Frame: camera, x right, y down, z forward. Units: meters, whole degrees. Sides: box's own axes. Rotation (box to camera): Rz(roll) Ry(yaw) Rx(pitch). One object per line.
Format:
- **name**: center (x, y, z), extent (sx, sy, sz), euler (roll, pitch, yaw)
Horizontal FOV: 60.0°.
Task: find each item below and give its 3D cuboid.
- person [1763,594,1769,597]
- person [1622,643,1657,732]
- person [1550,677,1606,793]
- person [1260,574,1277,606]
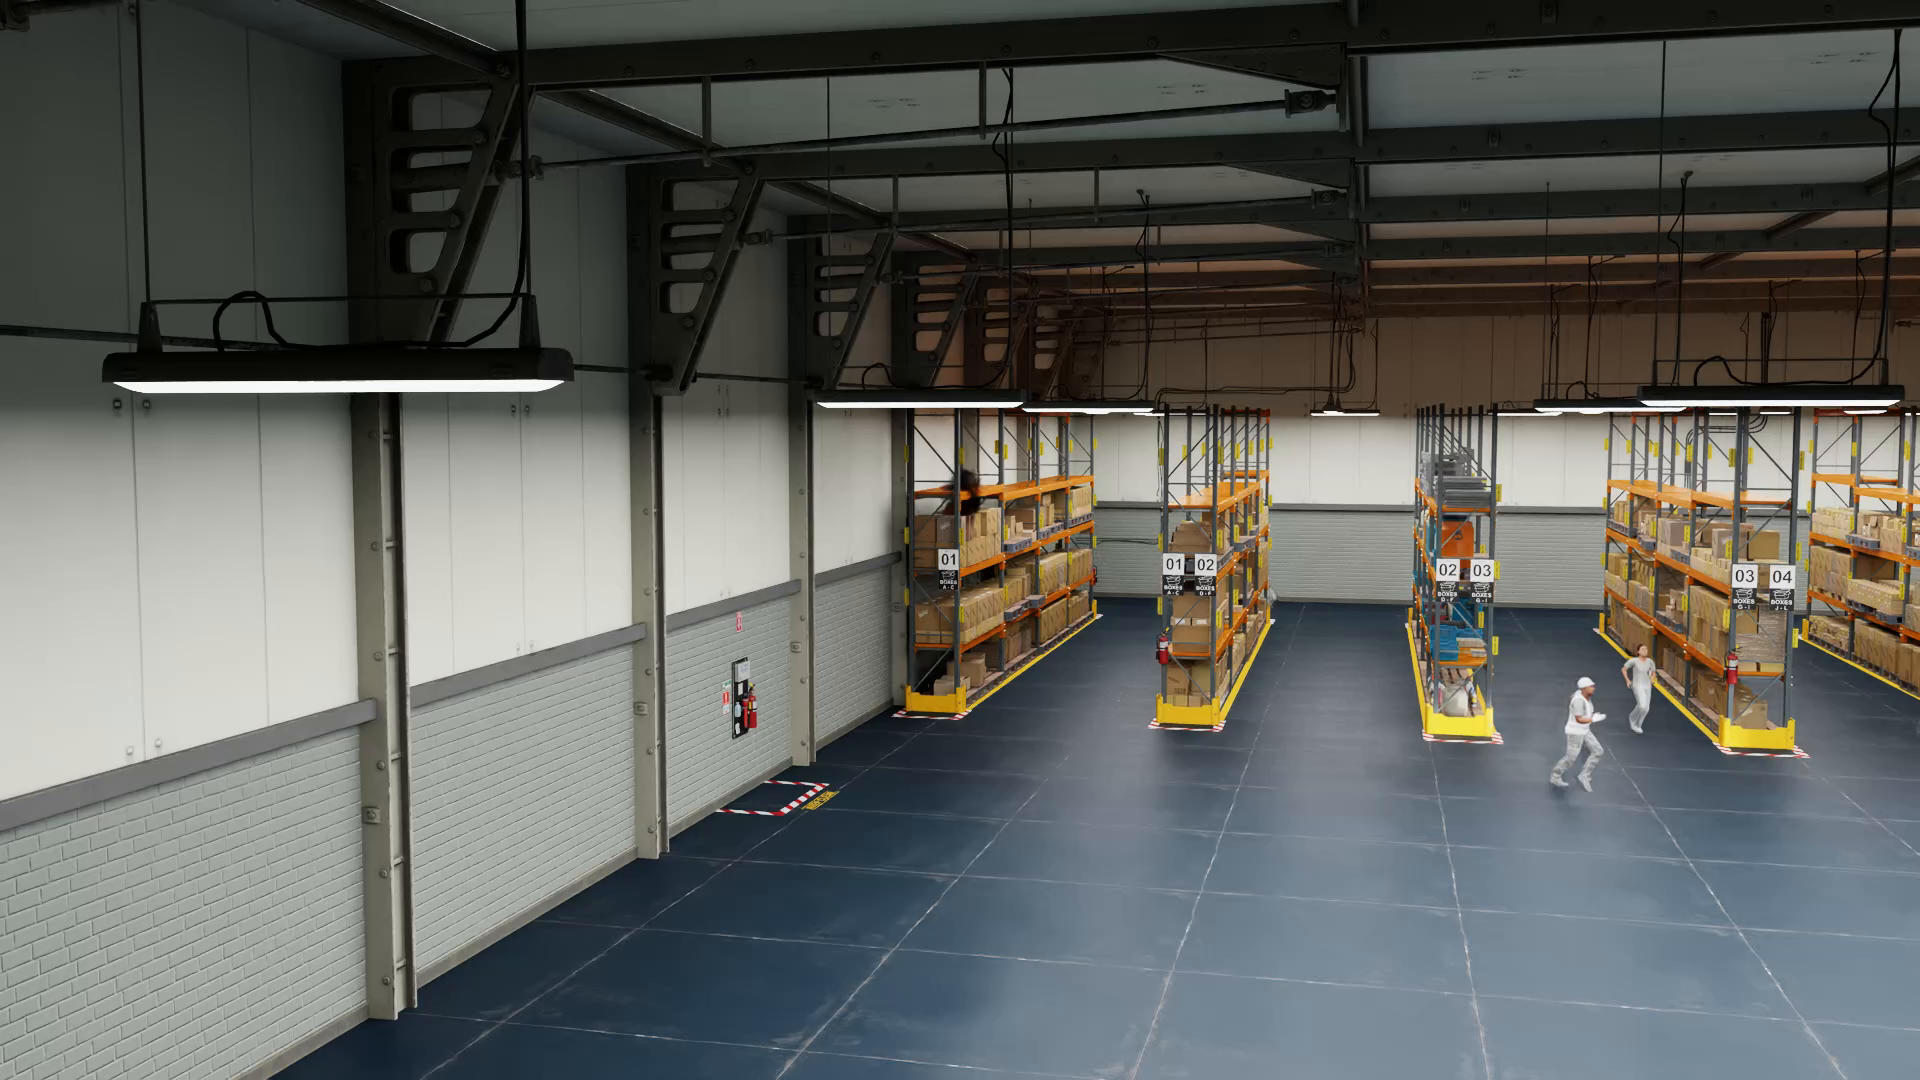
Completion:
- **person**: center (20.769, 1.729, 42.955), extent (0.699, 1.718, 0.614), euler (1, 4, 13)
- **person**: center (12.380, 2.698, 30.201), extent (0.549, 1.637, 0.602), euler (0, 4, -5)
- **person**: center (9.494, 2.979, 25.510), extent (0.836, 1.784, 0.715), euler (3, 5, 35)
- **person**: center (8.745, 1.387, 47.598), extent (0.591, 1.720, 0.651), euler (3, 5, 32)
